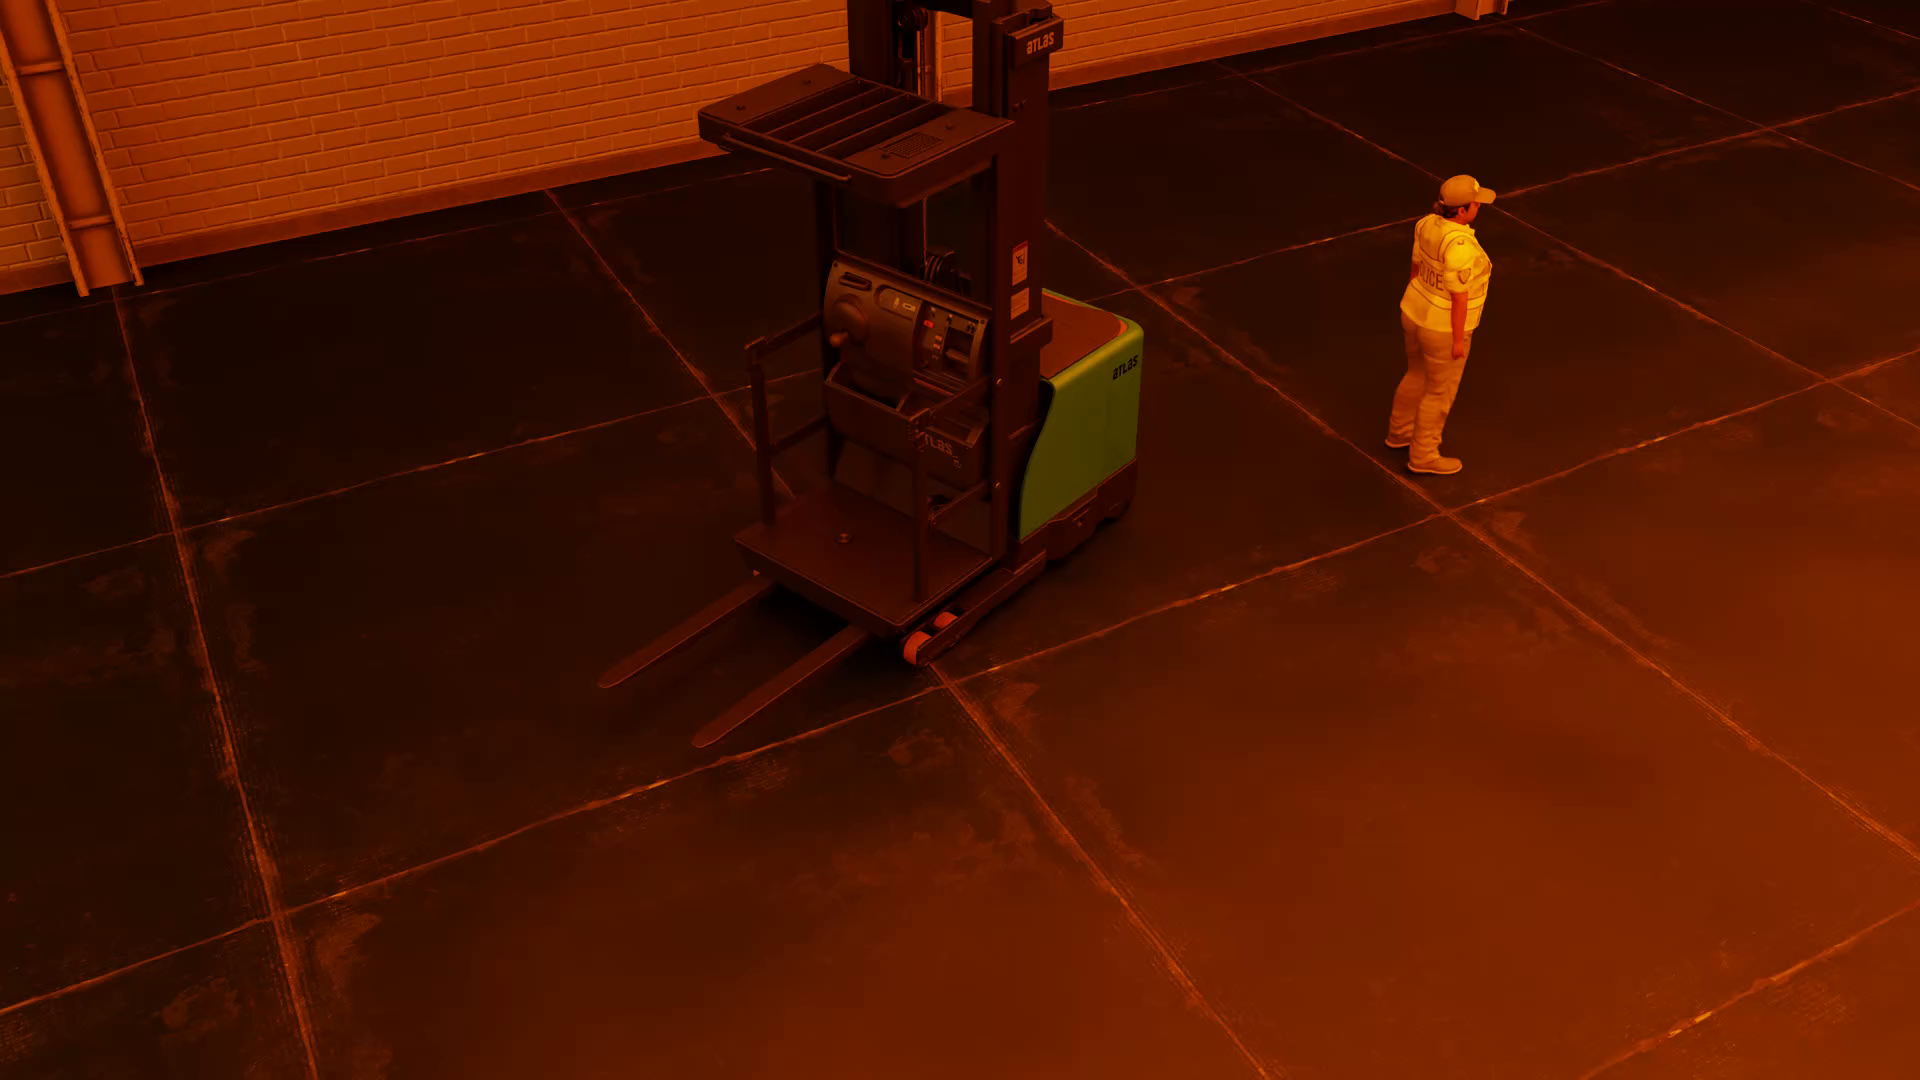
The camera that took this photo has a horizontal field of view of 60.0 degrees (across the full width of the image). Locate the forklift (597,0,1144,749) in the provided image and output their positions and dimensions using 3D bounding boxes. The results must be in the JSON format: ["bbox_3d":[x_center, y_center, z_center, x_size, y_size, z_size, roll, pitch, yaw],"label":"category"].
[{"bbox_3d":[-0.390,-0.927,7.434,1.130,2.935,3.031,26,43,31],"label":"forklift"}]

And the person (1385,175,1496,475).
[{"bbox_3d":[2.557,-1.153,8.856,0.382,1.668,0.471,-9,36,-12],"label":"person"}]
